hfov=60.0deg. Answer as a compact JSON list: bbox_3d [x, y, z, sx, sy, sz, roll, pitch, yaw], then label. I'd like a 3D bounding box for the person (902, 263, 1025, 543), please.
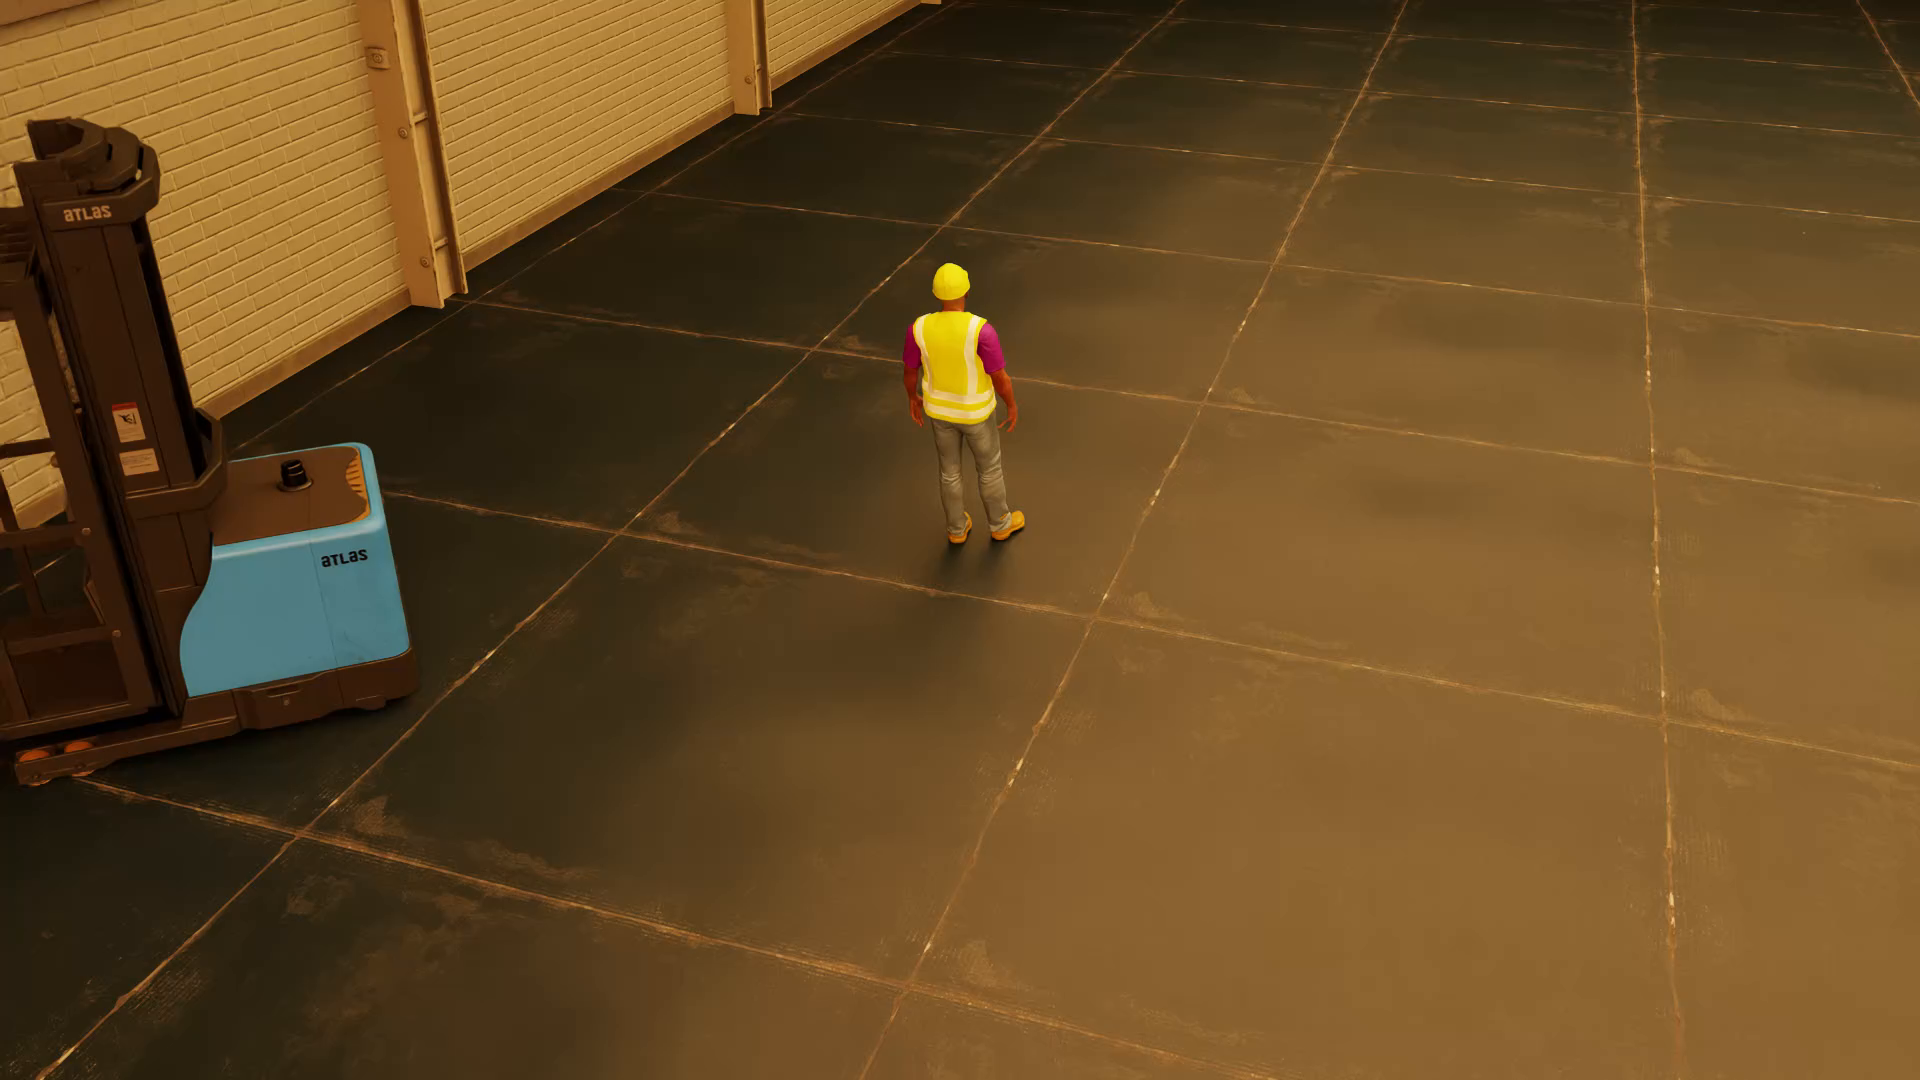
[{"bbox_3d":[0.027,-0.805,9.712,0.666,1.768,0.575,10,31,16],"label":"person"}]

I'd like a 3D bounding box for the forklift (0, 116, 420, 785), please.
[{"bbox_3d":[-4.374,-0.387,7.816,3.031,2.935,1.130,-11,32,-19],"label":"forklift"}]
